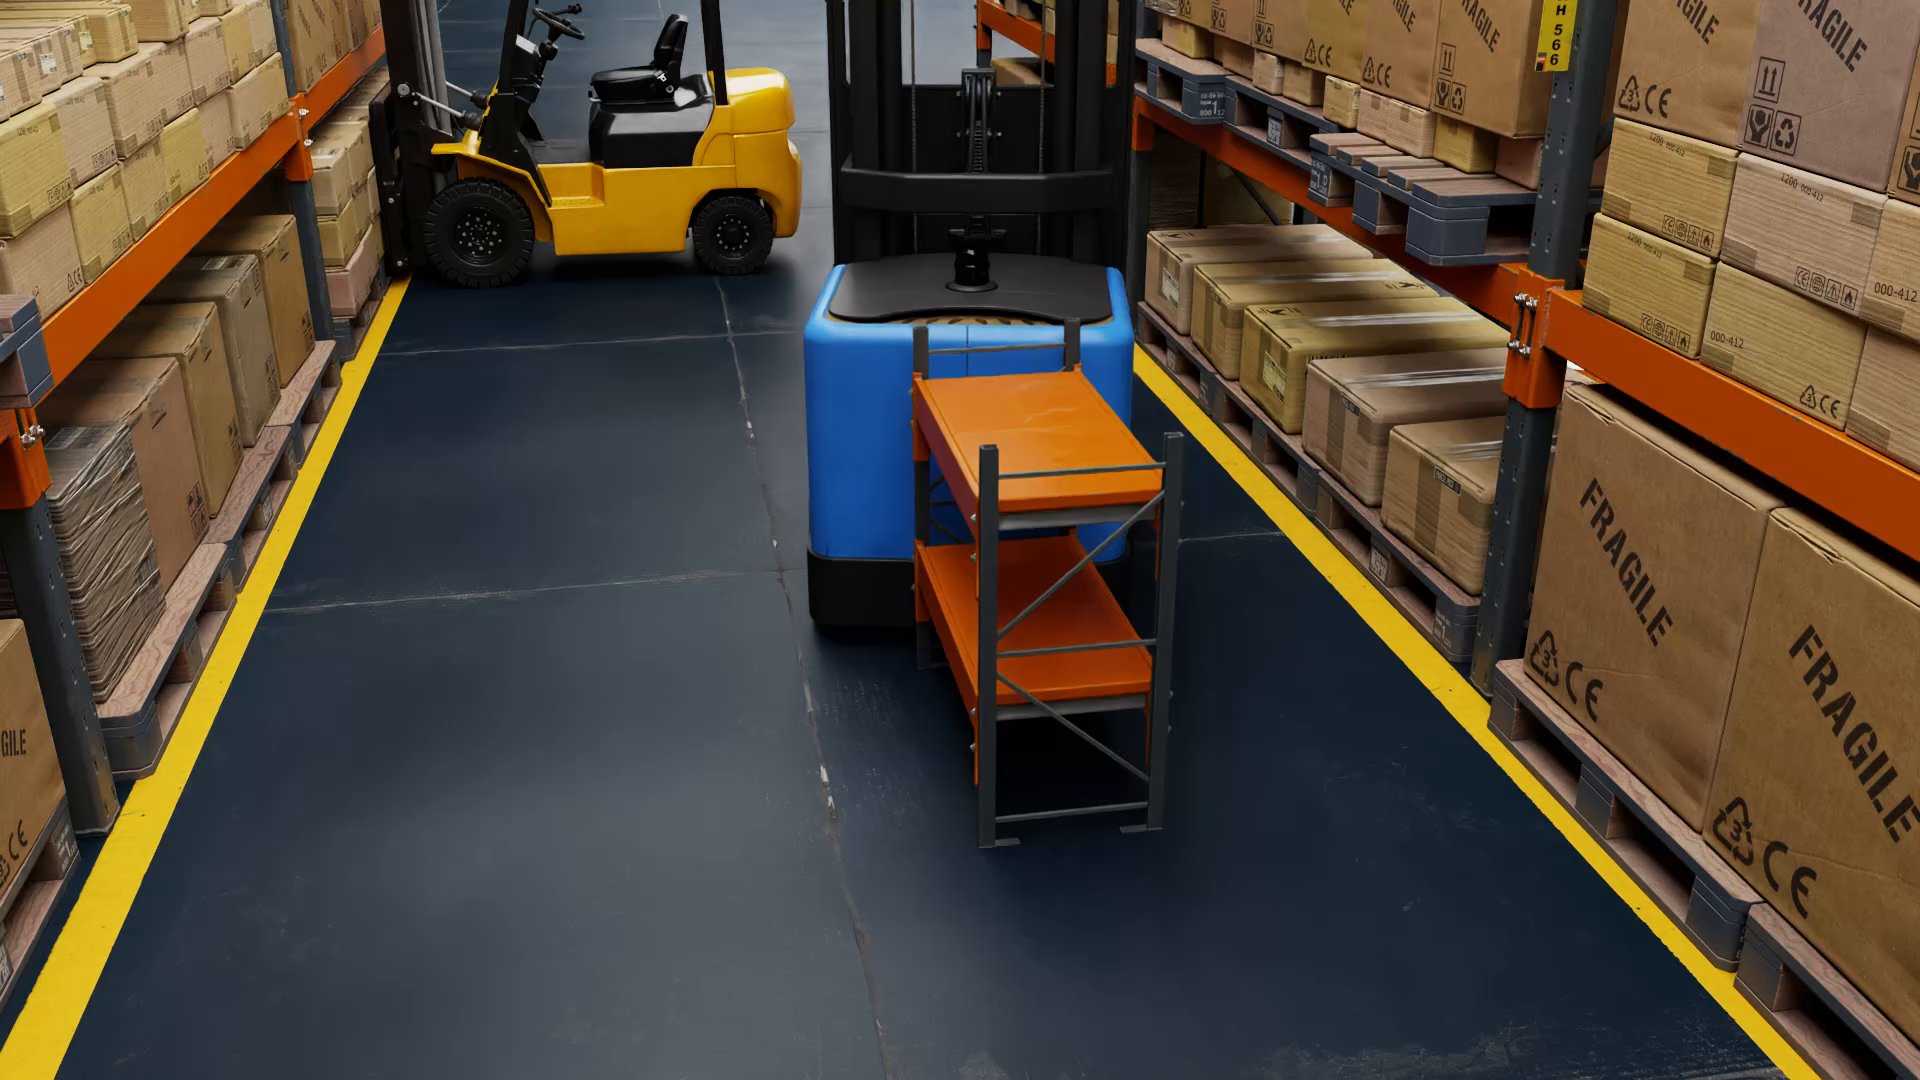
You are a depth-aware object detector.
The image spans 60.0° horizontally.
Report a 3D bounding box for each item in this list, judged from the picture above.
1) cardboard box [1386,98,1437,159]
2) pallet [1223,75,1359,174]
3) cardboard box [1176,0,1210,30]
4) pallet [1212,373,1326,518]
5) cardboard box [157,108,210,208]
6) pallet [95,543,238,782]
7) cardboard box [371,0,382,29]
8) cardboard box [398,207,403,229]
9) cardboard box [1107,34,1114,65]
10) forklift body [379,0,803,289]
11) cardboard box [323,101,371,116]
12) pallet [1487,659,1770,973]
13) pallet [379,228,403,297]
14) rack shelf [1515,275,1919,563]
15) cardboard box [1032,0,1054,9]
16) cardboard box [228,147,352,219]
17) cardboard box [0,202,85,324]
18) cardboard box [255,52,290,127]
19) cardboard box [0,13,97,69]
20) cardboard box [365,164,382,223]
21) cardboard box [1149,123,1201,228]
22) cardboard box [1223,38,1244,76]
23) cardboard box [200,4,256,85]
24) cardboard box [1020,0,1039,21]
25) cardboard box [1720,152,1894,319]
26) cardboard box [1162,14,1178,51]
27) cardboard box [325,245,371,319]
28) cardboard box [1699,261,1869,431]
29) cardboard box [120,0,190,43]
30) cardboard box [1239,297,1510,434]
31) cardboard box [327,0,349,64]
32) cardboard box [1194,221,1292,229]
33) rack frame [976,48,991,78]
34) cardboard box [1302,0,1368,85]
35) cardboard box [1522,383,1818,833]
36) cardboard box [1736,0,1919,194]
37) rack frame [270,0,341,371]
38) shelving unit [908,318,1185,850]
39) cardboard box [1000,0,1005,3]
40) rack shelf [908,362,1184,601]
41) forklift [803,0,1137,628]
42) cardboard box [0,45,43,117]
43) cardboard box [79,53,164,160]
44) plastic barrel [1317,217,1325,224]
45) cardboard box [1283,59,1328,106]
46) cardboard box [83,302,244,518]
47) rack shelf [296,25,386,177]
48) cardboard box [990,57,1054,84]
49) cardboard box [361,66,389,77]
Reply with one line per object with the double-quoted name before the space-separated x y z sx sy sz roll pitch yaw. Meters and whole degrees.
"cardboard box" 1.598 -1.326 5.327 0.380 0.149 0.250 -5 24 -10
"pallet" 1.695 -1.629 6.471 1.003 0.211 1.213 -4 24 -10
"cardboard box" 1.260 -2.486 7.174 0.500 0.500 0.500 -4 24 -10
"pallet" 1.736 -0.450 7.015 1.003 0.211 1.213 -4 24 -10
"cardboard box" -2.903 -1.301 5.667 0.500 0.250 0.500 -4 24 -8
"pallet" -2.890 0.379 5.119 1.003 0.211 1.213 -4 24 -10
"cardboard box" -3.820 -3.386 10.130 0.500 0.500 0.500 -4 24 -8
"cardboard box" -3.574 -1.893 9.748 0.500 0.250 0.500 -4 24 -8
"cardboard box" 0.950 -2.601 8.771 0.380 0.149 0.250 -4 24 -9
"forklift body" -2.112 -2.719 9.788 2.313 2.155 1.214 -4 24 -10
"cardboard box" -3.574 -2.353 9.552 0.500 0.250 0.500 -5 24 -11
"pallet" 2.173 0.653 4.492 1.003 0.211 1.213 -4 24 -10
"pallet" -3.851 -1.665 9.797 1.003 0.211 1.213 -4 24 -10
"rack shelf" 2.471 0.175 3.000 1.077 0.370 4.000 -4 24 -10
"cardboard box" 0.733 -3.460 9.927 0.500 0.500 0.500 -5 24 -11
"cardboard box" -3.297 -1.750 8.170 0.500 0.250 0.500 -5 24 -11
"cardboard box" -2.618 -0.696 4.283 0.500 0.250 0.500 -4 24 -10
"cardboard box" -3.166 -1.898 7.035 0.500 0.250 0.500 -4 24 -9
"cardboard box" -2.806 -1.465 4.921 0.380 0.149 0.250 -4 24 -9
"cardboard box" -3.479 -1.917 9.177 0.500 0.250 0.500 -5 24 -10
"cardboard box" 0.988 -2.003 9.063 0.500 0.500 0.500 -5 24 -10
"cardboard box" 1.325 -2.042 6.967 0.380 0.149 0.250 -4 24 -9
"cardboard box" -3.072 -1.930 6.484 0.500 0.250 0.500 -5 24 -11
"cardboard box" 0.594 -3.413 10.630 0.380 0.149 0.250 -4 24 -8
"cardboard box" 2.047 -0.680 3.623 0.500 0.250 0.500 -4 24 -8
"cardboard box" 1.153 -2.351 7.674 0.380 0.149 0.250 -4 24 -9
"cardboard box" -3.280 -1.293 8.373 0.500 0.250 0.500 -4 24 -9
"cardboard box" 2.057 -0.461 3.744 0.500 0.250 0.500 -5 24 -11
"cardboard box" -2.844 -1.772 5.624 0.380 0.149 0.250 -5 24 -11
"cardboard box" 1.727 -0.741 6.956 0.950 0.372 0.625 -4 24 -8
"cardboard box" -3.549 -2.788 8.761 0.500 0.500 0.500 -5 24 -10
"cardboard box" 1.518 -1.699 9.303 0.500 0.250 0.500 -5 24 -12
"rack frame" 0.622 -4.088 11.862 1.000 3.000 0.127 -4 24 -10
"cardboard box" 1.543 -1.875 5.774 0.500 0.500 0.500 -6 24 -13
"cardboard box" 2.147 0.118 4.362 0.875 0.875 0.875 -5 24 -10
"cardboard box" 2.053 -1.039 3.506 0.500 0.500 0.500 -4 24 -10
"rack frame" -3.516 -2.146 7.415 1.000 3.000 0.127 -4 24 -10
"shelving unit" 0.201 0.077 4.668 0.538 1.125 1.048 -4 24 -10
"cardboard box" 0.481 -3.824 11.571 0.380 0.149 0.250 -4 24 -10
"rack shelf" 0.201 -0.191 4.551 0.538 0.278 1.000 -4 24 -10
"forklift" 0.086 -1.593 6.236 1.130 2.935 3.031 1 24 2
"cardboard box" -2.596 -1.167 4.240 0.380 0.149 0.250 -4 24 -9
"cardboard box" -2.789 -1.329 5.109 0.500 0.250 0.500 -5 24 -11
"plastic barrel" 2.492 -2.207 10.774 0.512 0.421 0.421 13 27 27
"cardboard box" 1.445 -1.733 6.261 0.380 0.149 0.250 -5 24 -11
"cardboard box" -3.131 -0.444 5.961 0.875 0.625 0.625 -5 24 -12
"rack shelf" -3.886 -2.603 9.360 1.077 0.370 4.000 -4 24 -10
"cardboard box" 0.504 -3.017 11.383 0.500 0.500 0.500 -5 24 -12
"cardboard box" -3.864 -2.951 10.922 0.500 0.250 0.500 -4 24 -8
